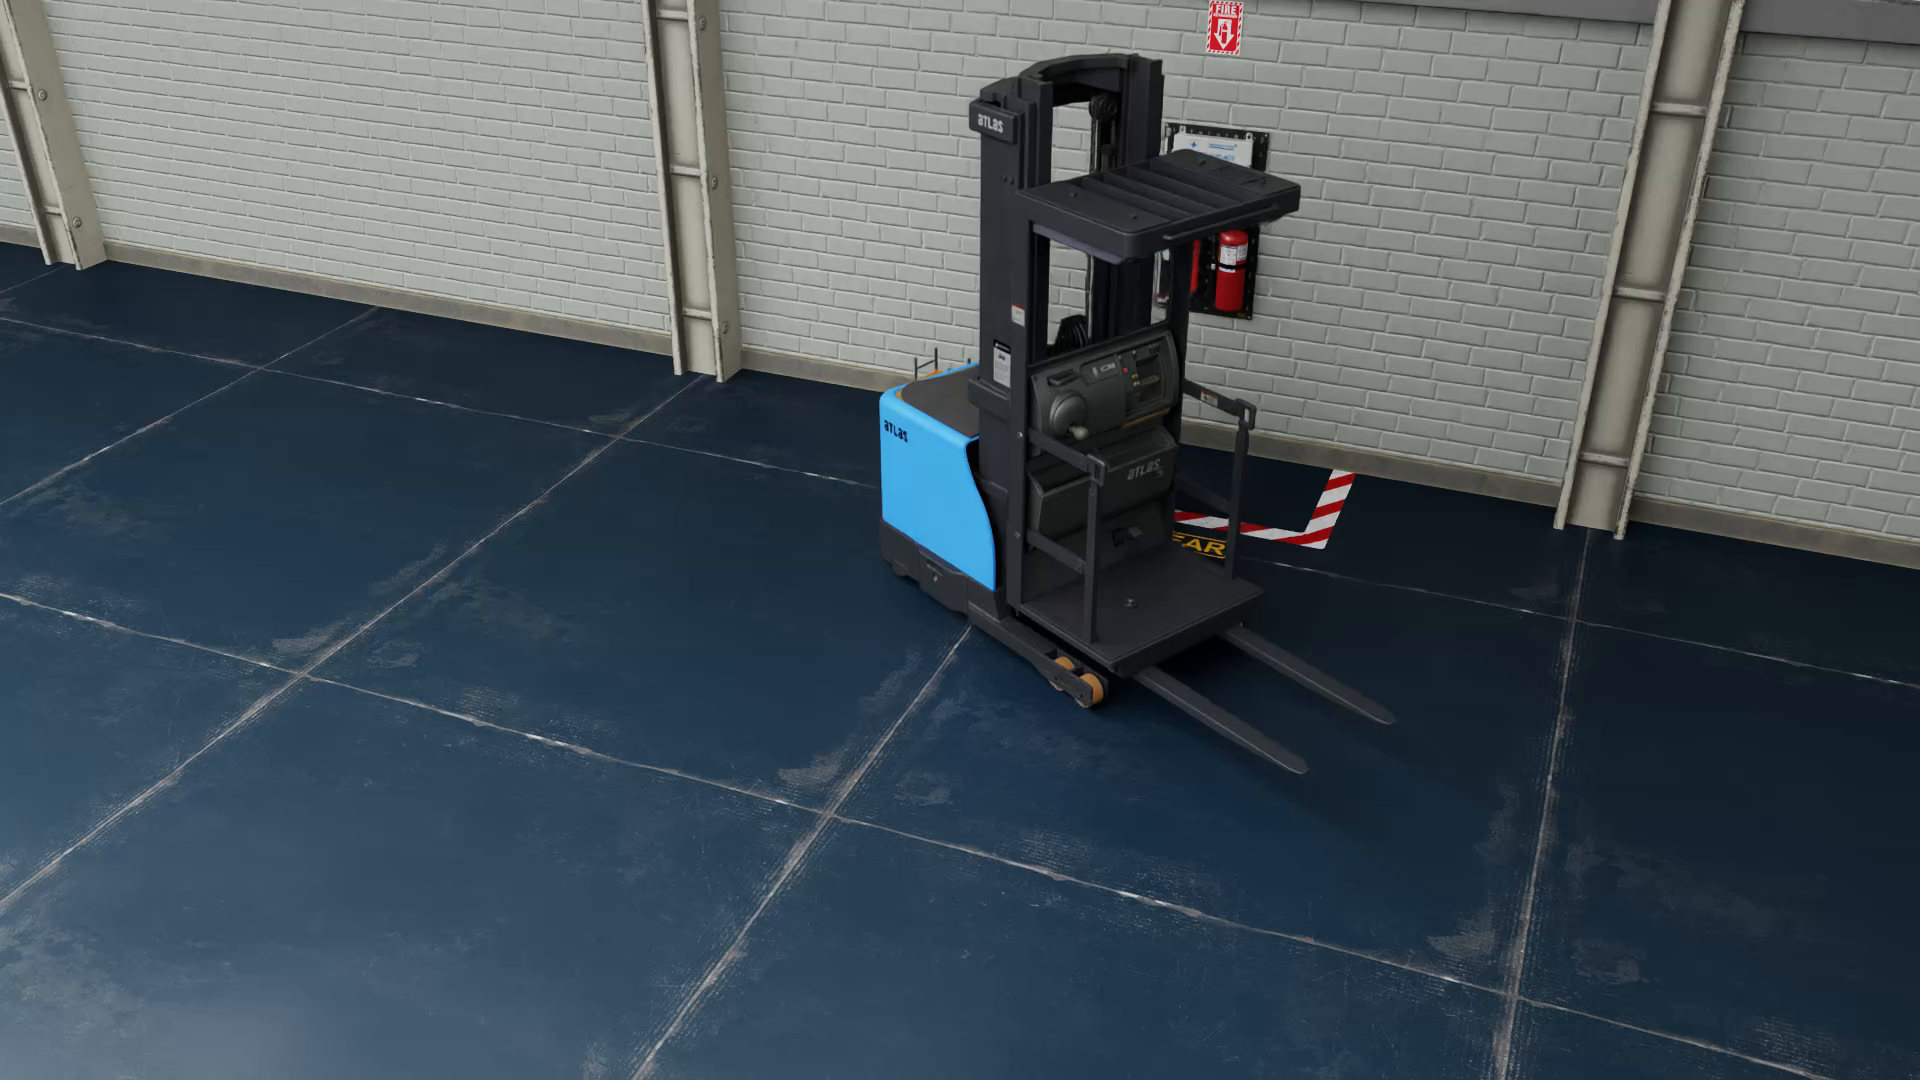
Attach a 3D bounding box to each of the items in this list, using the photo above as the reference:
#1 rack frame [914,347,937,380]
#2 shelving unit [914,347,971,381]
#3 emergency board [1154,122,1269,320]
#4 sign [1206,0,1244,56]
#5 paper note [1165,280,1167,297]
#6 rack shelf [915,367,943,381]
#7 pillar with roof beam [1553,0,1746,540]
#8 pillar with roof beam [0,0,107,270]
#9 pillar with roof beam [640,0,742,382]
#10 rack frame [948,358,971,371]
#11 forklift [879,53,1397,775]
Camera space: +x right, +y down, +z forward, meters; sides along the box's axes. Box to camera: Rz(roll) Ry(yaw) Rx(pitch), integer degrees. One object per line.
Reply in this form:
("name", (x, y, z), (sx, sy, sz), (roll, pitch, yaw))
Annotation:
("rack frame", (-0.196, -0.615, 9.770), (0.008, 1.050, 0.200), (21, 36, 33))
("shelving unit", (-0.100, -0.577, 9.704), (0.252, 1.050, 0.215), (21, 36, 33))
("emergency board", (1.490, -1.886, 10.039), (0.643, 1.169, 0.194), (11, 31, 19))
("sign", (1.520, -2.942, 9.551), (0.199, 0.298, 0.001), (11, 31, 19))
("paper note", (1.351, -1.567, 10.369), (0.142, 0.148, 0.016), (11, 31, 19))
("rack shelf", (-0.100, -0.815, 9.570), (0.240, 0.259, 0.215), (21, 36, 33))
("pillar with roof beam", (2.147, -2.060, 4.250), (0.400, 9.000, 9.100), (11, 31, 19))
("pillar with roof beam", (-8.973, -4.281, 8.178), (0.400, 9.000, 9.100), (11, 31, 19))
("pillar with roof beam", (-3.413, -3.170, 6.214), (0.400, 9.000, 9.100), (11, 31, 19))
("rack frame", (-0.004, -0.540, 9.639), (0.008, 1.050, 0.200), (21, 36, 33))
("forklift", (0.854, -0.719, 8.044), (1.130, 2.935, 3.031), (-21, 36, -33))
